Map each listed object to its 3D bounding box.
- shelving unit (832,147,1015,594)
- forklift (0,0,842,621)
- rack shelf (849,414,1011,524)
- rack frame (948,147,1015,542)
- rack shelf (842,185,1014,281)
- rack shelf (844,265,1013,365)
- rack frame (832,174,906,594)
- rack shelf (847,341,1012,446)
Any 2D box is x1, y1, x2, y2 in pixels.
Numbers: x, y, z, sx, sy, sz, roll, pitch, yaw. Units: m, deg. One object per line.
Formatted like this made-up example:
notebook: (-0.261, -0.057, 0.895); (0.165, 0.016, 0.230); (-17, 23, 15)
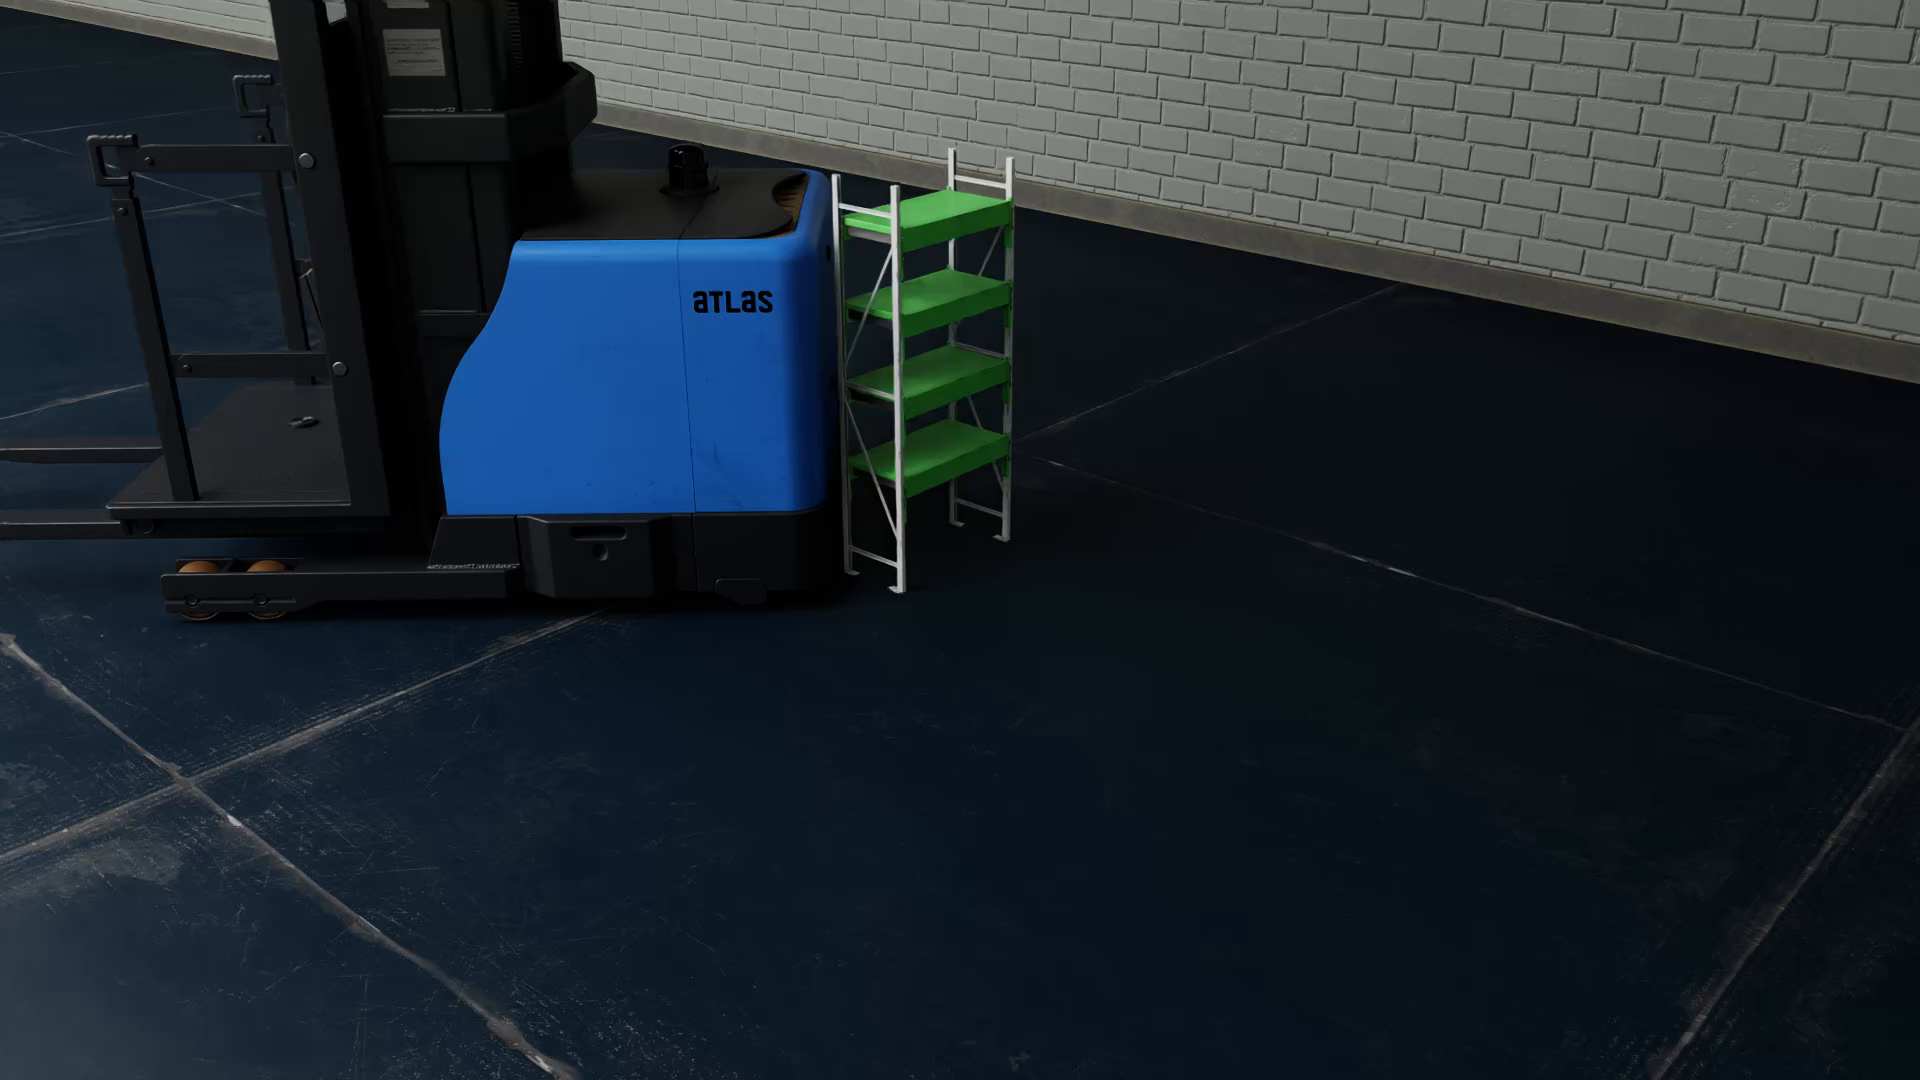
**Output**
shelving unit: (-0.097, -0.498, 4.894); (0.258, 1.200, 0.503); (19, 31, 36)
forklift: (-1.897, -1.327, 4.627); (3.031, 2.935, 1.130); (-1, 24, -1)
rack shelf: (-0.097, -0.221, 5.019); (0.258, 0.148, 0.480); (19, 31, 36)
rack frame: (0.062, -0.574, 5.064); (0.240, 1.200, 0.015); (19, 31, 36)
rack shelf: (-0.097, -0.878, 4.724); (0.258, 0.148, 0.480); (19, 31, 36)
rack shelf: (-0.097, -0.659, 4.822); (0.258, 0.148, 0.480); (19, 31, 36)
rack frame: (-0.255, -0.422, 4.725); (0.240, 1.200, 0.015); (19, 31, 36)
rack shelf: (-0.097, -0.440, 4.920); (0.258, 0.148, 0.480); (19, 31, 36)
